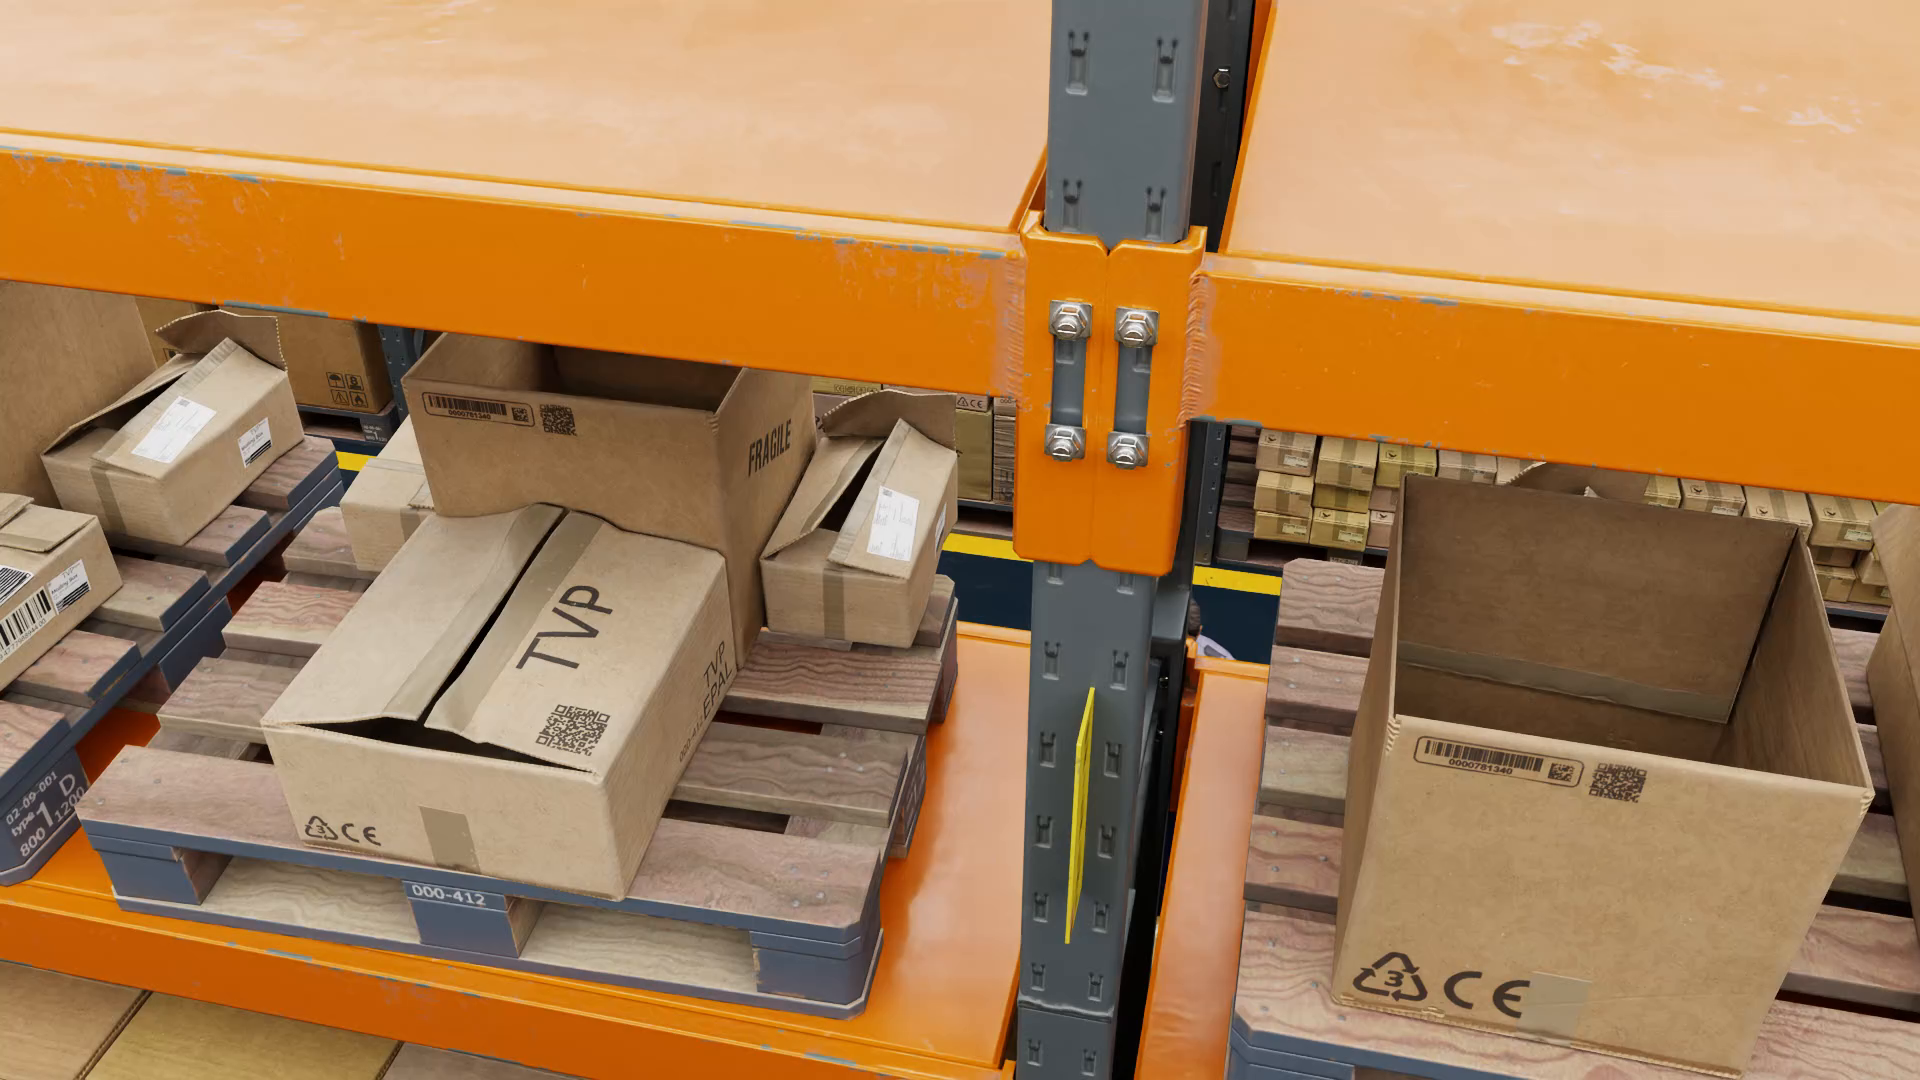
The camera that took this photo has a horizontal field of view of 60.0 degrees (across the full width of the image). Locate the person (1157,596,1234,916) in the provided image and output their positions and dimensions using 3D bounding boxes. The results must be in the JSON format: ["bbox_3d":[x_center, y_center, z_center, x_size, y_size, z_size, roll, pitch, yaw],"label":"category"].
[{"bbox_3d":[0.641,0.801,5.585,0.545,1.651,0.414,7,37,9],"label":"person"}]
